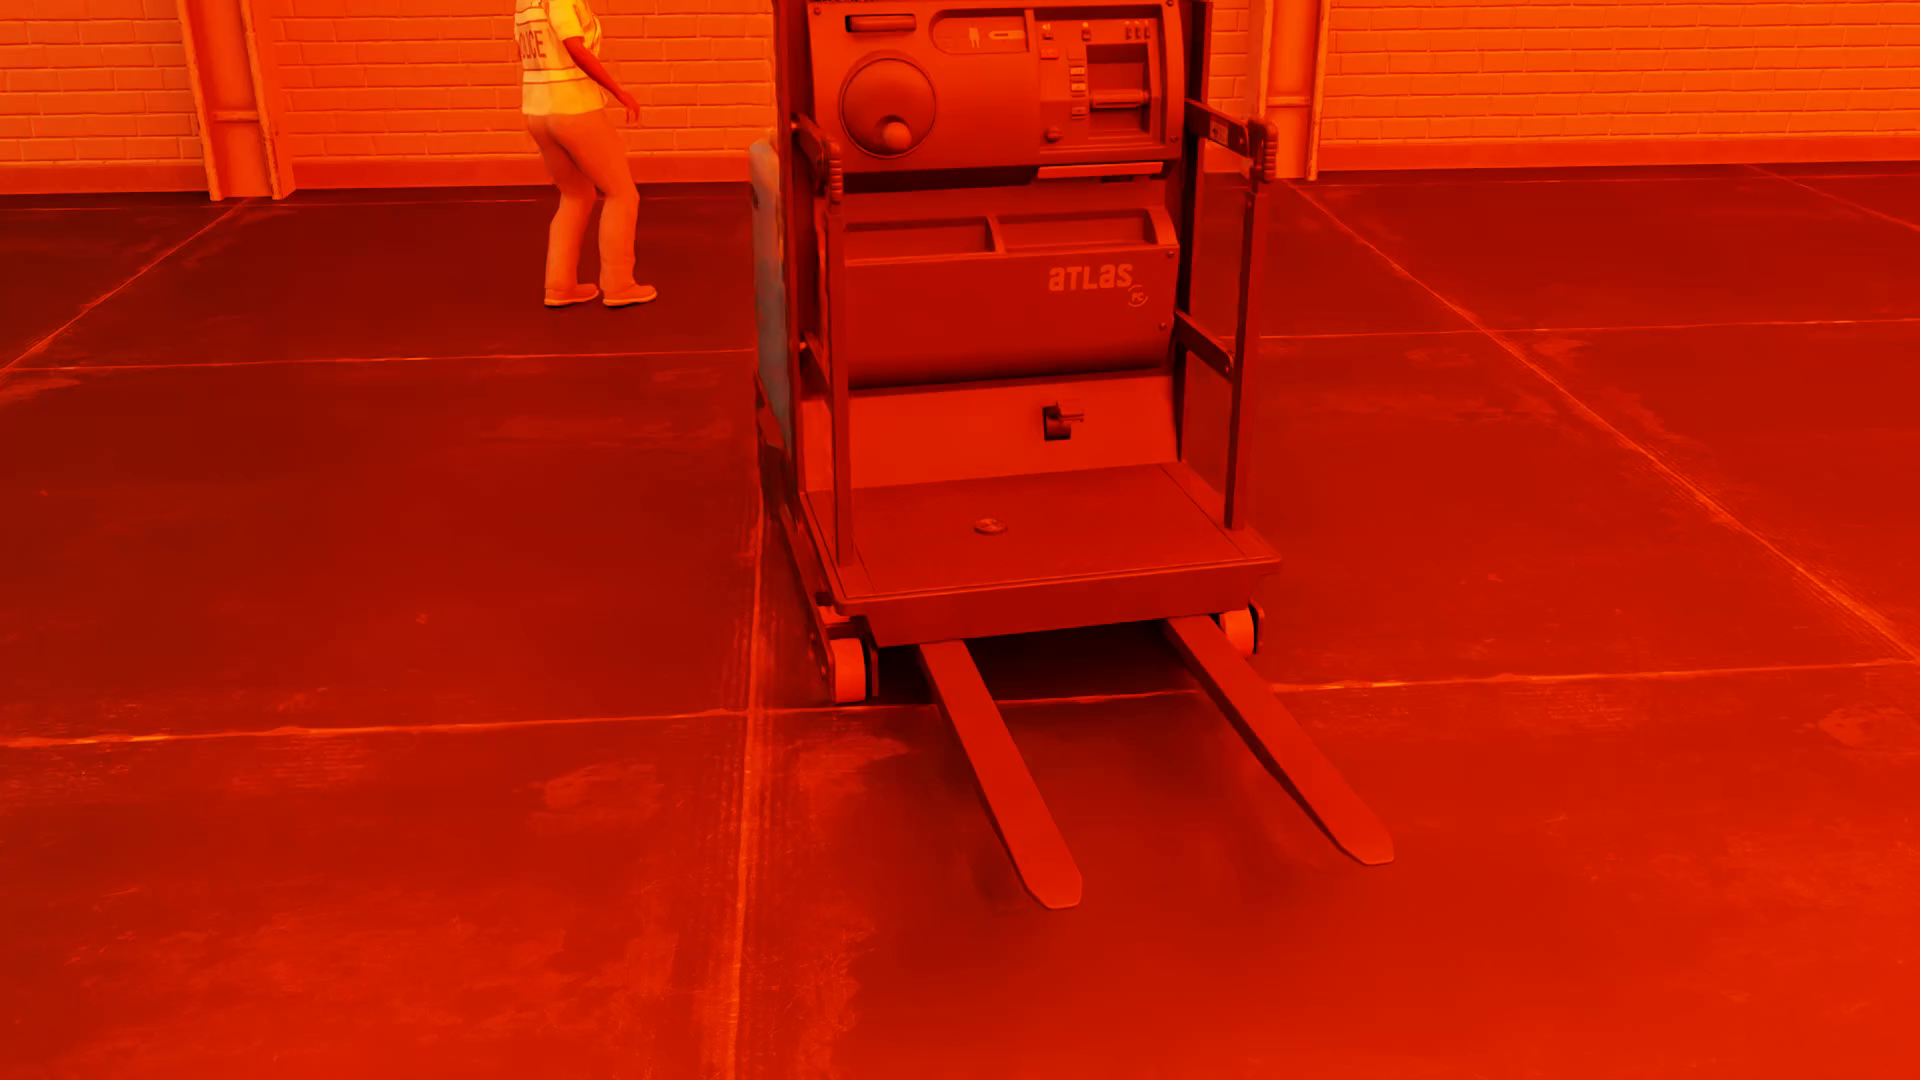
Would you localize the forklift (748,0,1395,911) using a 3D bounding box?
[{"bbox_3d":[0.146,-1.105,3.869,1.130,2.935,3.031,-5,24,-12],"label":"forklift"}]

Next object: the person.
[{"bbox_3d":[-1.644,-1.821,7.143,0.483,1.640,0.651,-21,31,-40],"label":"person"}]
